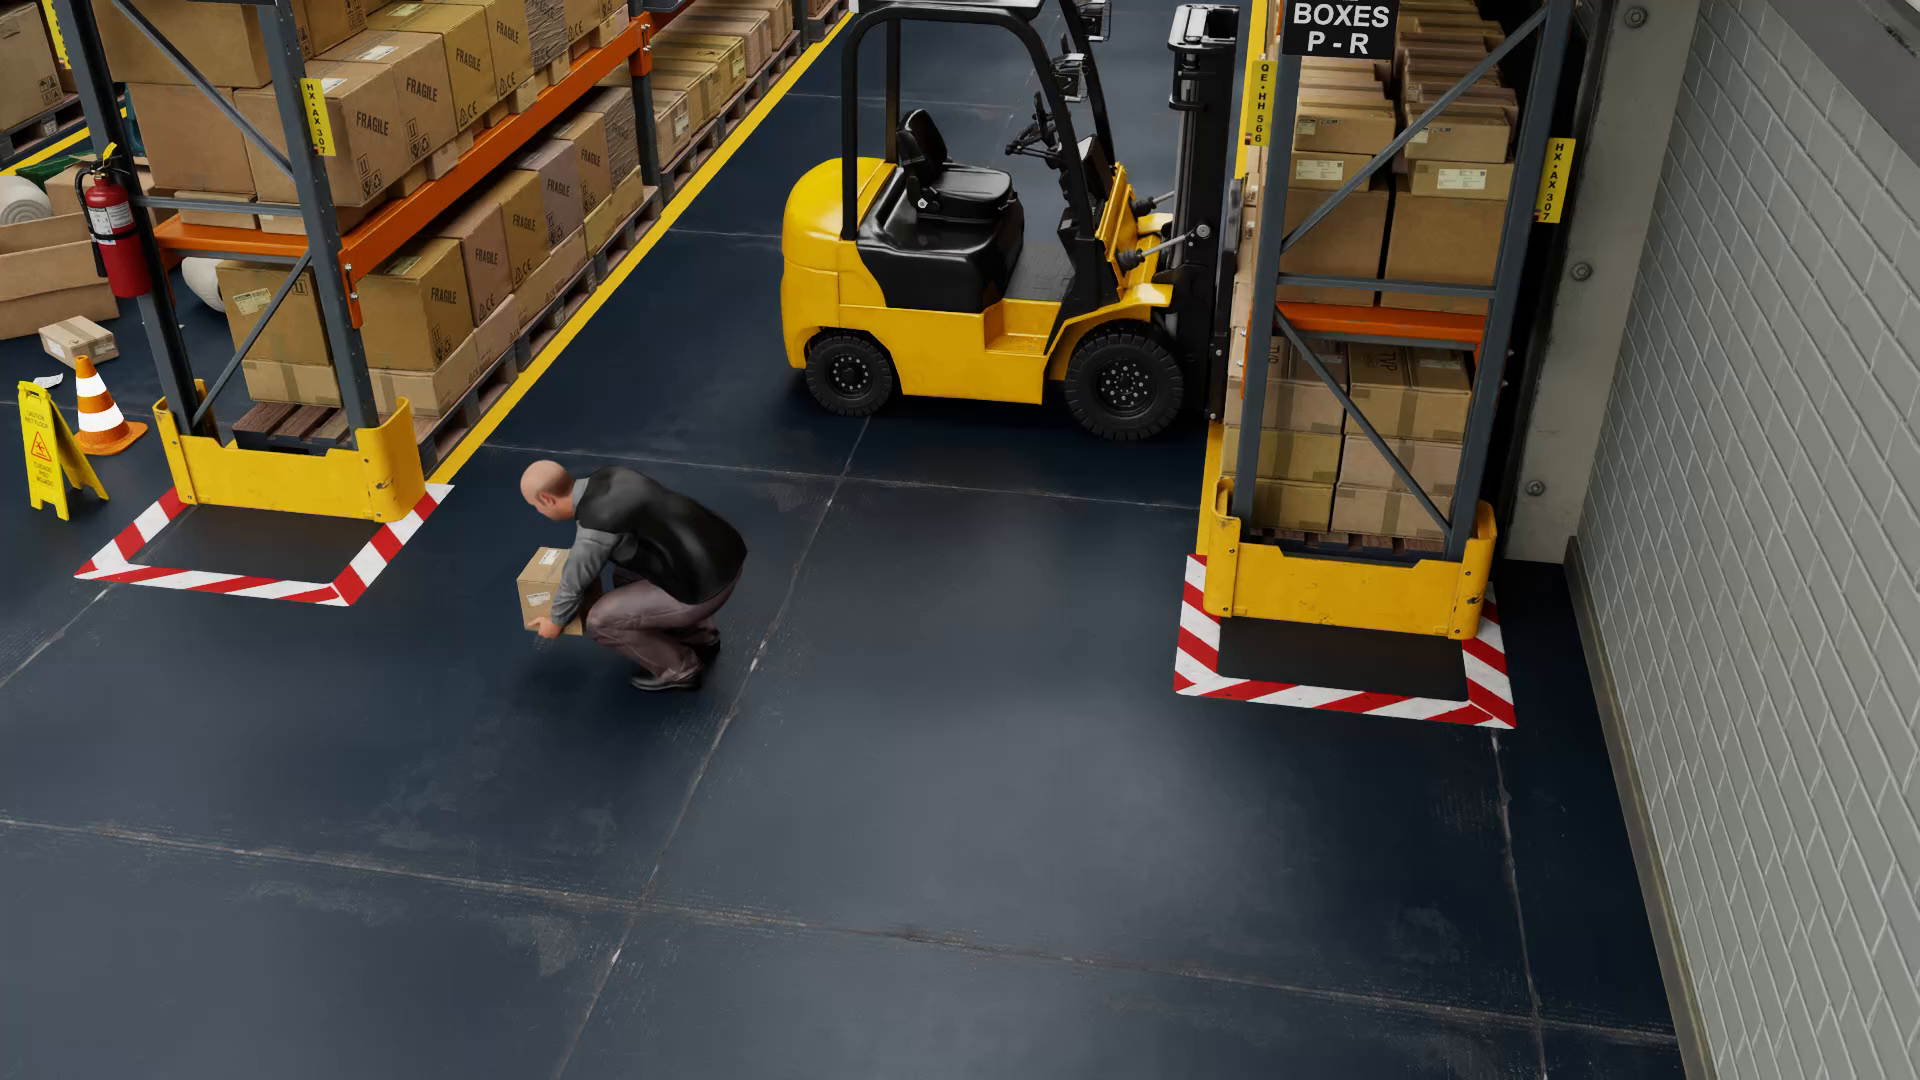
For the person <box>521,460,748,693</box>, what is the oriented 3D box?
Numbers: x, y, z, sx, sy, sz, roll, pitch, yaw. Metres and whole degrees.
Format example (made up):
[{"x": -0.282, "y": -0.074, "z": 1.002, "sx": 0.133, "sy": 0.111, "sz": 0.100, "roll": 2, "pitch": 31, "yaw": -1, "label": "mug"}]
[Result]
[{"x": -1.309, "y": 0.113, "z": 6.698, "sx": 0.875, "sy": 0.972, "sz": 0.516, "roll": 5, "pitch": 32, "yaw": 7, "label": "person"}]
